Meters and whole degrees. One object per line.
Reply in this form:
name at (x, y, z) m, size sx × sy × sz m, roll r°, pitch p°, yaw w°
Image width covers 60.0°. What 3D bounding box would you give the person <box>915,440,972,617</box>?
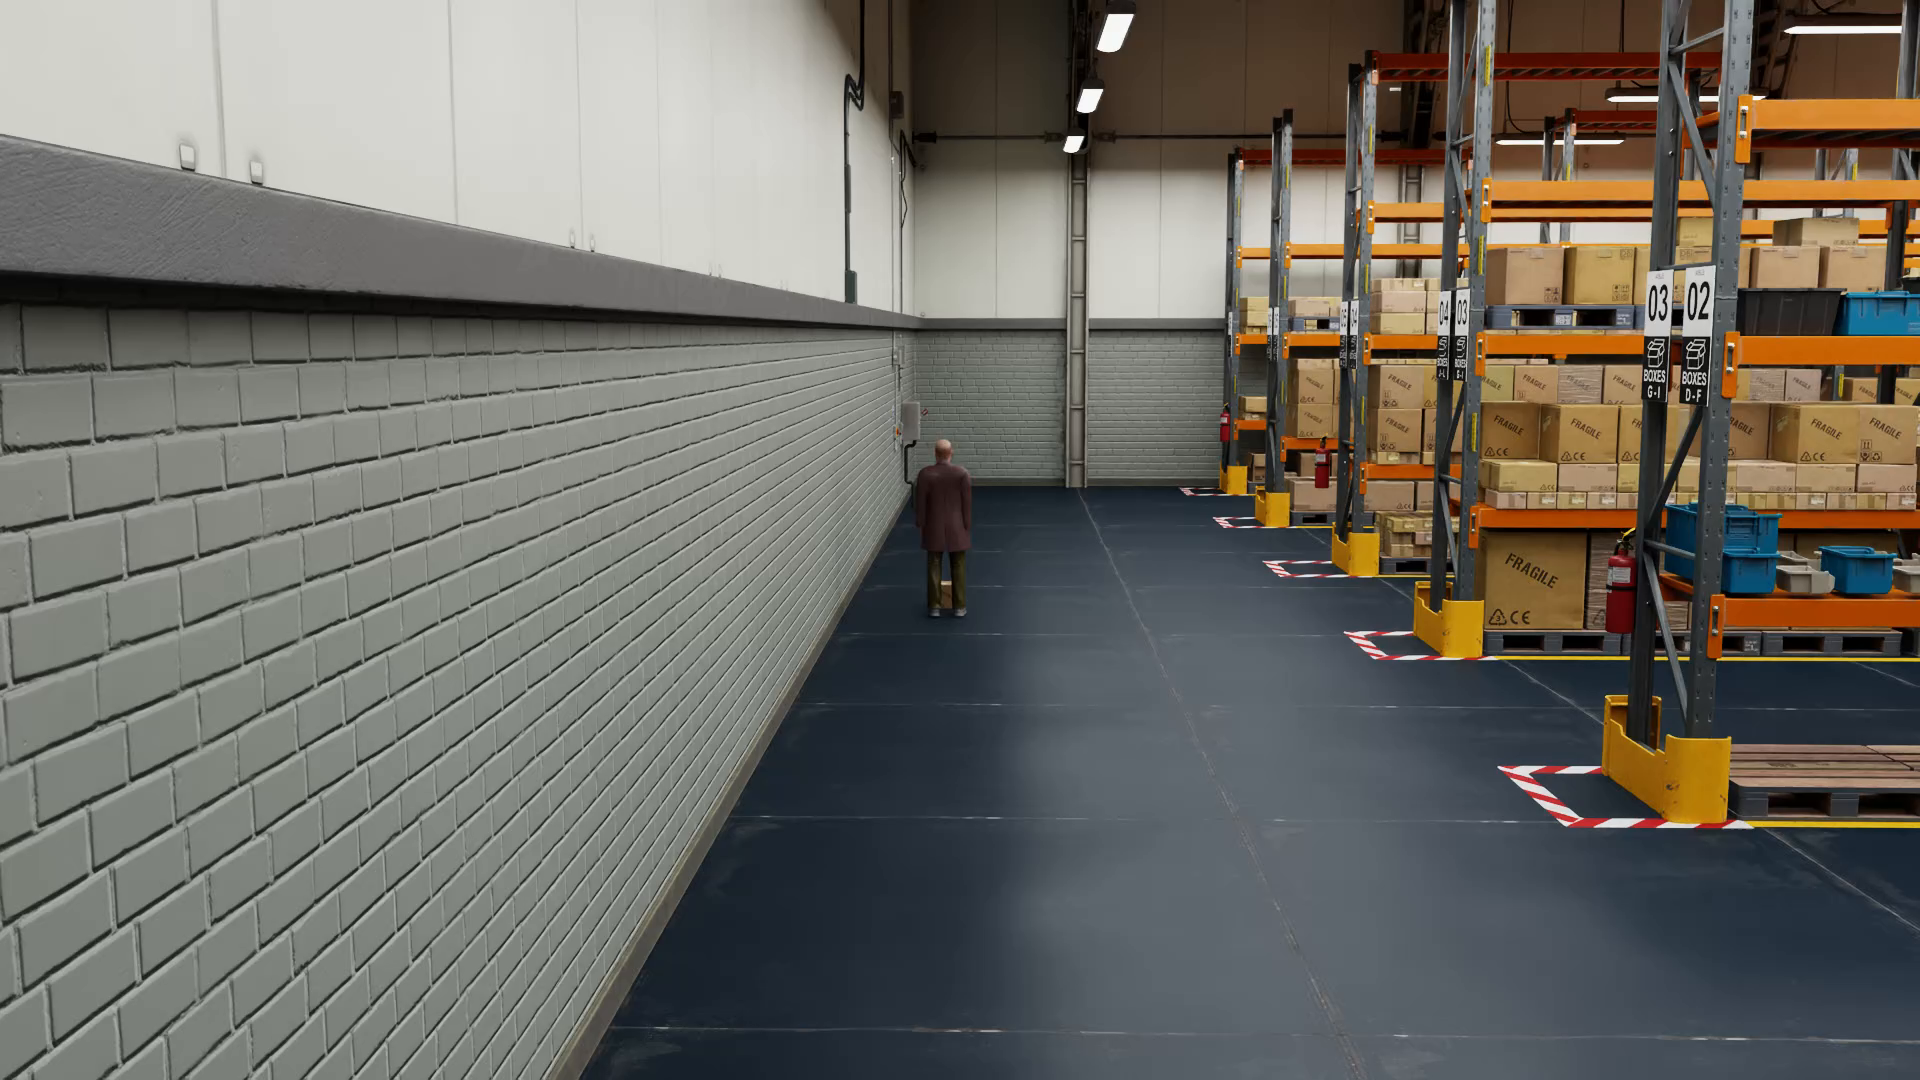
person at (-0.163, -0.119, 16.660) m, size 0.563 × 1.772 × 0.384 m, roll 0°, pitch 7°, yaw 2°
